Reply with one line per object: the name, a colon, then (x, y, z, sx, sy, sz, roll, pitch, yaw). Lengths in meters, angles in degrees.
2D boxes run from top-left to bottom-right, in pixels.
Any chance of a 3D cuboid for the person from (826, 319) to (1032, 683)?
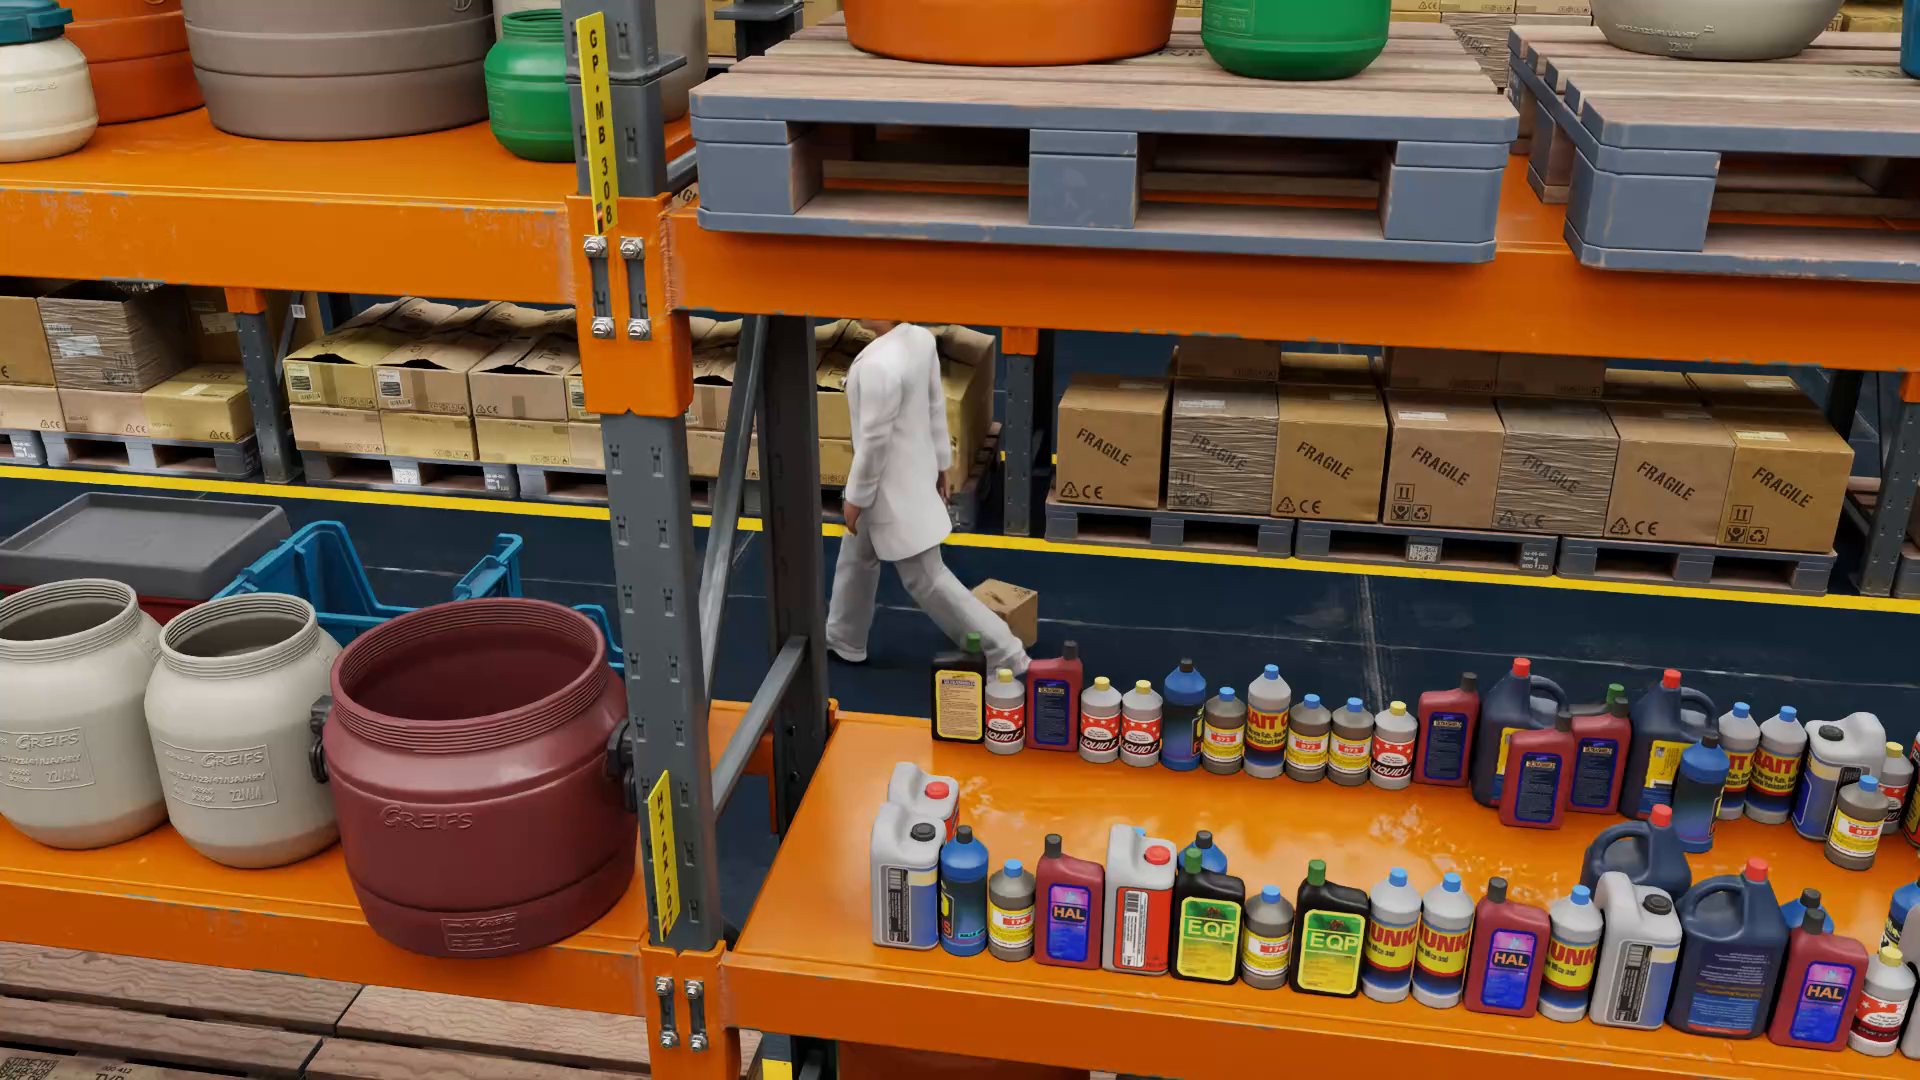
person: (-0.230, -0.226, 6.614, 1.112, 1.736, 0.576, 5, 25, 11)
